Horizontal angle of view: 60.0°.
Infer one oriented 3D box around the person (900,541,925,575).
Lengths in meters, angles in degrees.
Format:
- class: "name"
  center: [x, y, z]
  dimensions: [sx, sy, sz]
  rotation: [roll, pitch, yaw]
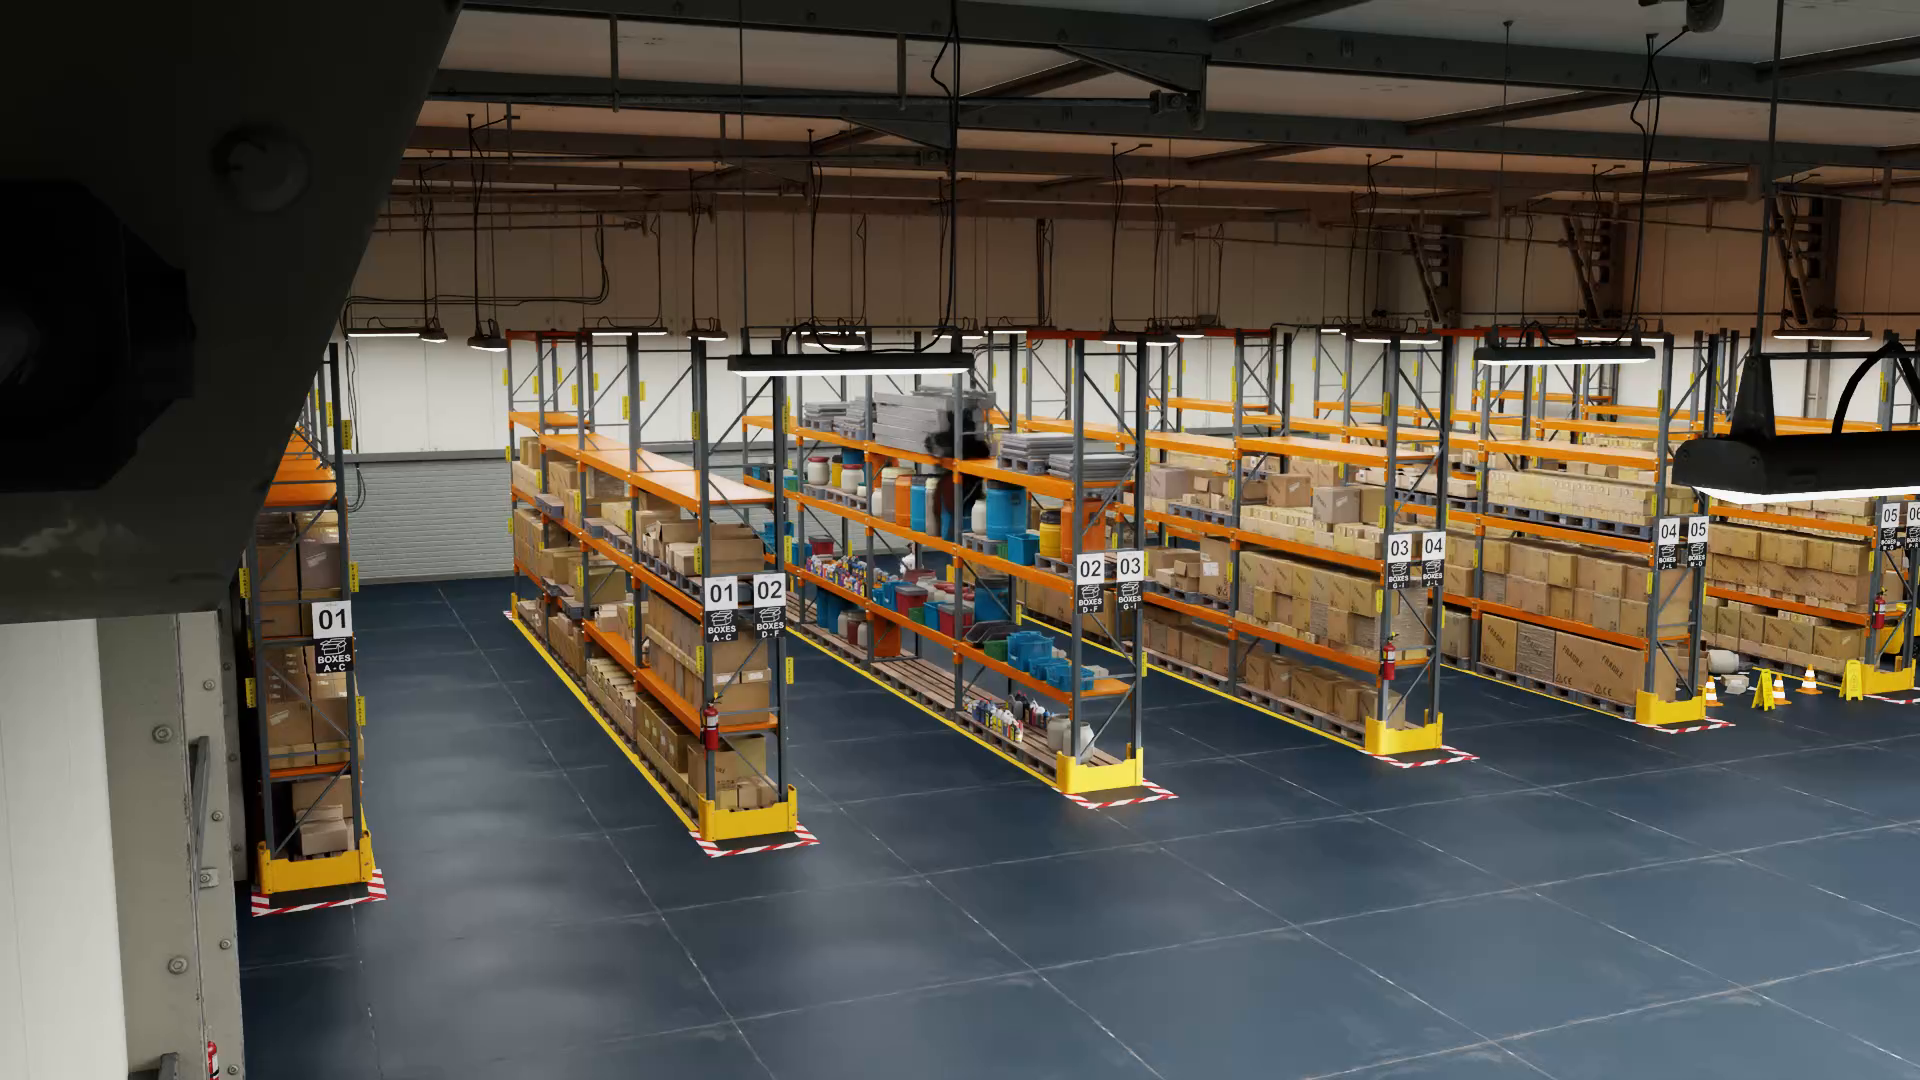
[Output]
- class: "person"
  center: [-0.985, 0.843, 34.401]
  dimensions: [0.555, 1.671, 0.696]
  rotation: [-6, 10, -36]
